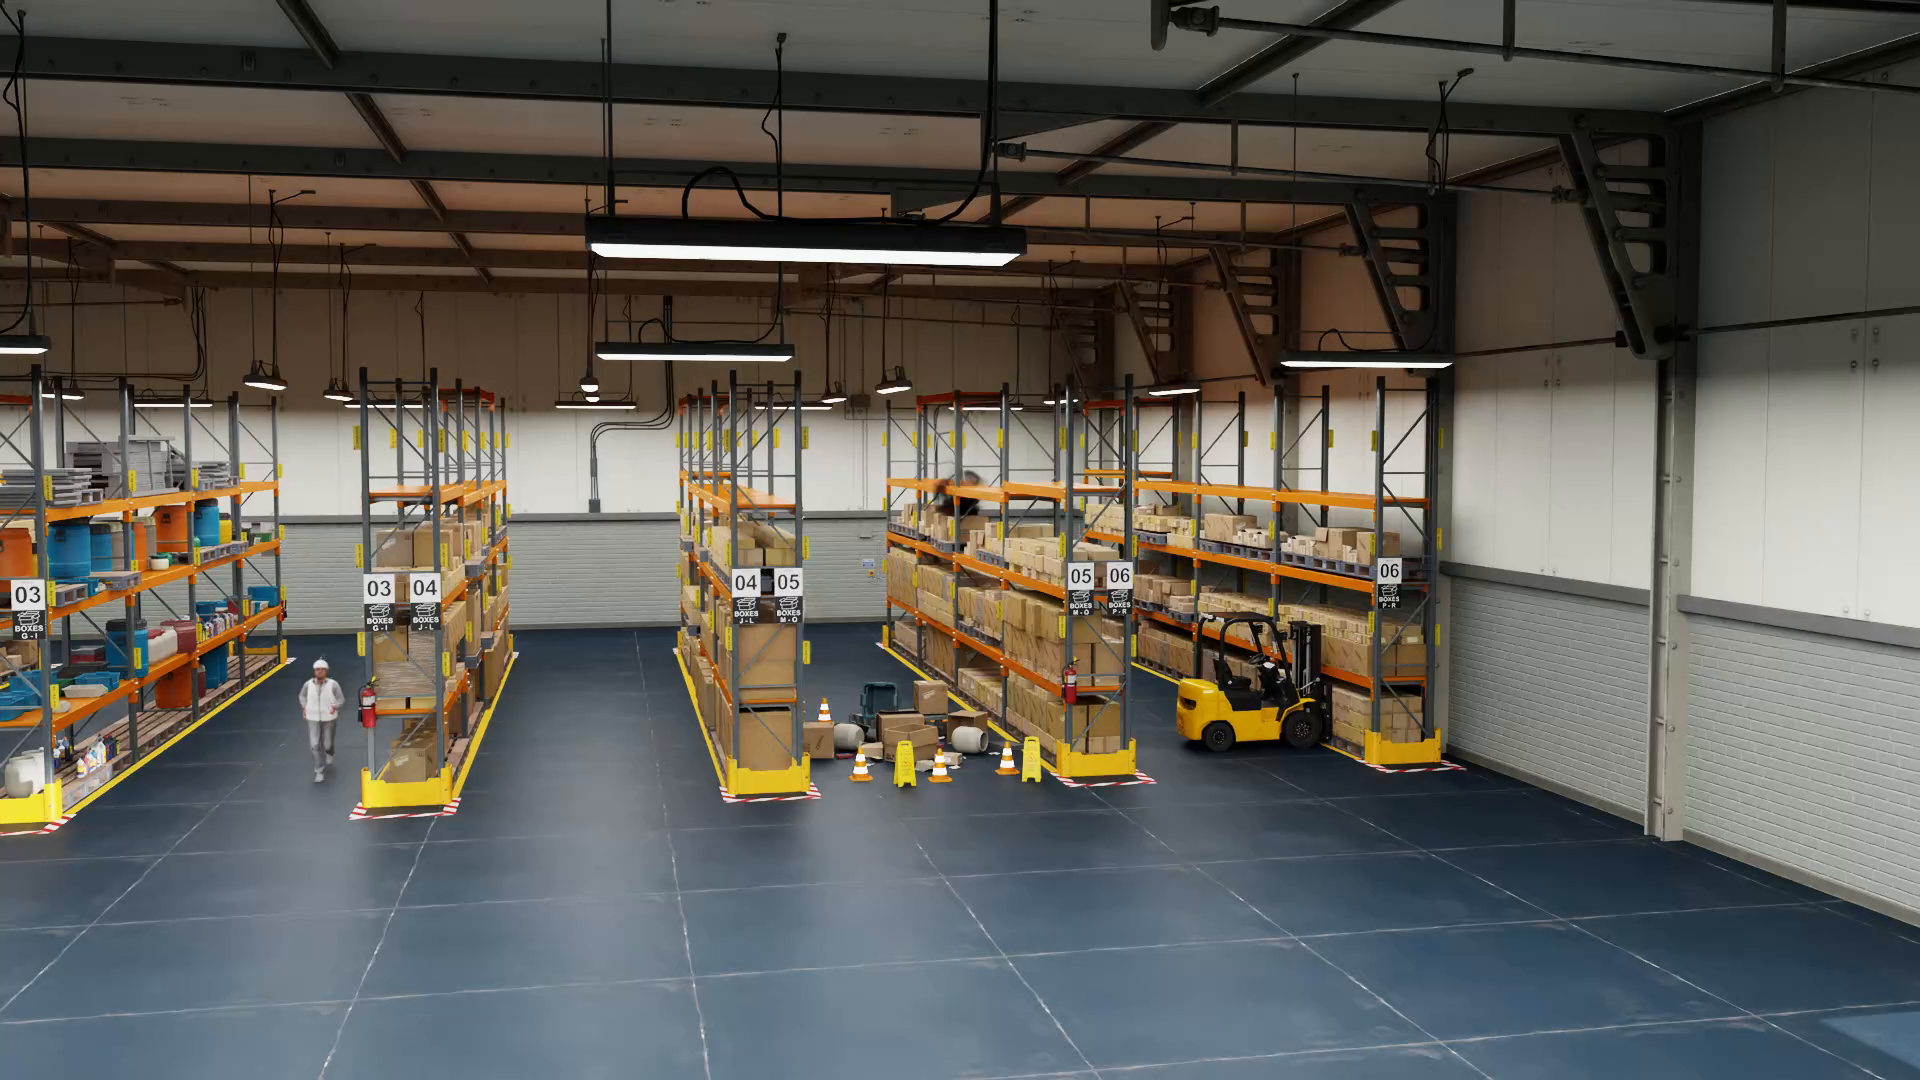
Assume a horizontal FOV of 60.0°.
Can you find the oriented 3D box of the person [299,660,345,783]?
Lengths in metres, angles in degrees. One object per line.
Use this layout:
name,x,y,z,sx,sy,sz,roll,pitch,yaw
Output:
person,-9.494,2.664,24.730,0.659,1.771,0.868,-1,4,-15
